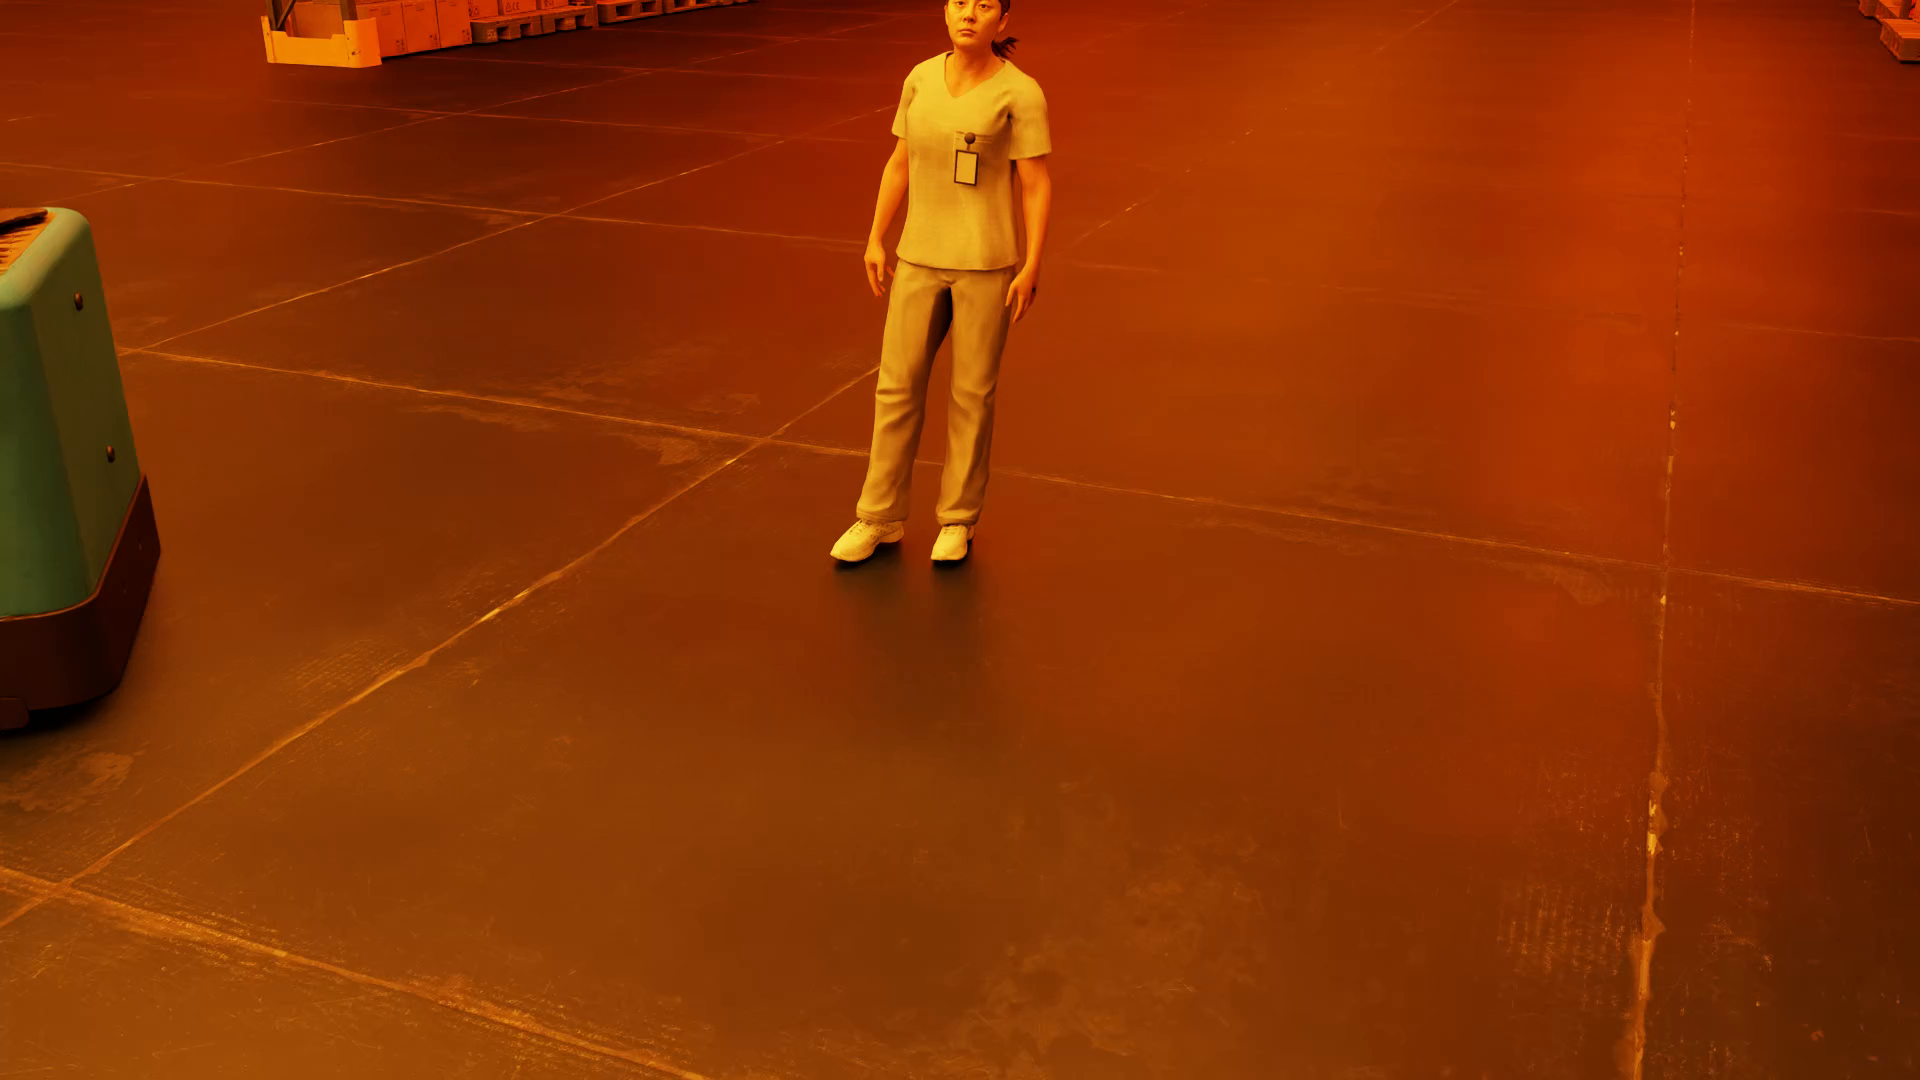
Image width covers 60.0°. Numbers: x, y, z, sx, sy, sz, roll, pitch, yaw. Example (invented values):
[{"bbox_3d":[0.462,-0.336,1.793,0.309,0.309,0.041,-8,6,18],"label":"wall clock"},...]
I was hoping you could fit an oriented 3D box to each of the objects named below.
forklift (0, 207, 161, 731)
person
[{"bbox_3d":[-3.635,-0.920,3.493,3.031,2.935,1.130,-7,24,-16],"label":"forklift"},{"bbox_3d":[-0.018,-0.687,4.780,0.519,1.360,0.395,9,24,21],"label":"person"}]
